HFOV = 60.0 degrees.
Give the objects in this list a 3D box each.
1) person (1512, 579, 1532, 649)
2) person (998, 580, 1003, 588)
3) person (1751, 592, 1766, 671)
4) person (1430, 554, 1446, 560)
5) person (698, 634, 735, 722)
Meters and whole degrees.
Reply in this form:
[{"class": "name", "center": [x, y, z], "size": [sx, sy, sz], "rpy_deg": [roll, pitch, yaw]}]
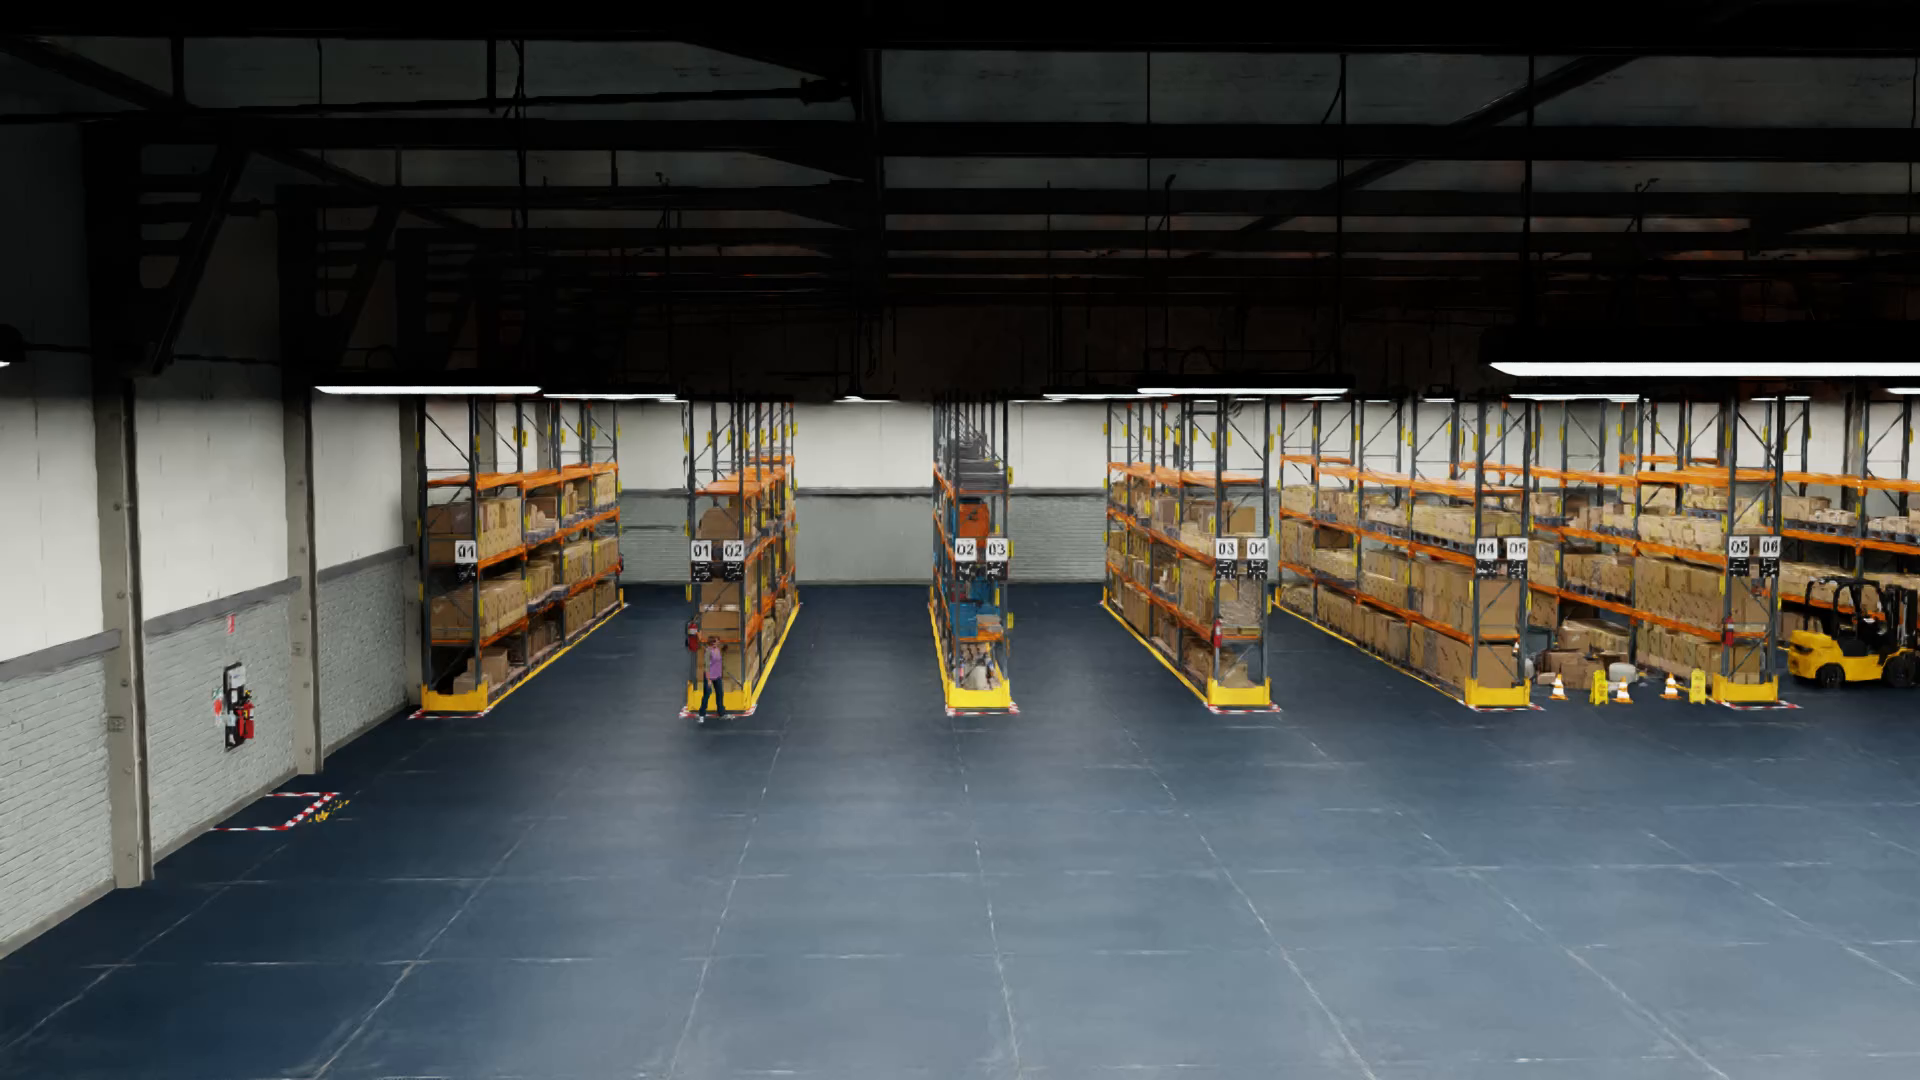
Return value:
[{"class": "person", "center": [12.944, 1.701, 38.440], "size": [0.586, 1.748, 0.653], "rpy_deg": [2, 5, 25]}, {"class": "person", "center": [0.977, 0.630, 51.651], "size": [0.508, 1.773, 0.761], "rpy_deg": [4, 6, 41]}, {"class": "person", "center": [17.073, 1.968, 35.689], "size": [0.455, 1.677, 0.525], "rpy_deg": [2, 5, 27]}, {"class": "person", "center": [14.552, 0.743, 50.636], "size": [0.579, 1.713, 0.603], "rpy_deg": [5, 7, 44]}, {"class": "person", "center": [-4.431, 2.472, 29.973], "size": [0.497, 1.588, 0.615], "rpy_deg": [3, 5, 30]}]
